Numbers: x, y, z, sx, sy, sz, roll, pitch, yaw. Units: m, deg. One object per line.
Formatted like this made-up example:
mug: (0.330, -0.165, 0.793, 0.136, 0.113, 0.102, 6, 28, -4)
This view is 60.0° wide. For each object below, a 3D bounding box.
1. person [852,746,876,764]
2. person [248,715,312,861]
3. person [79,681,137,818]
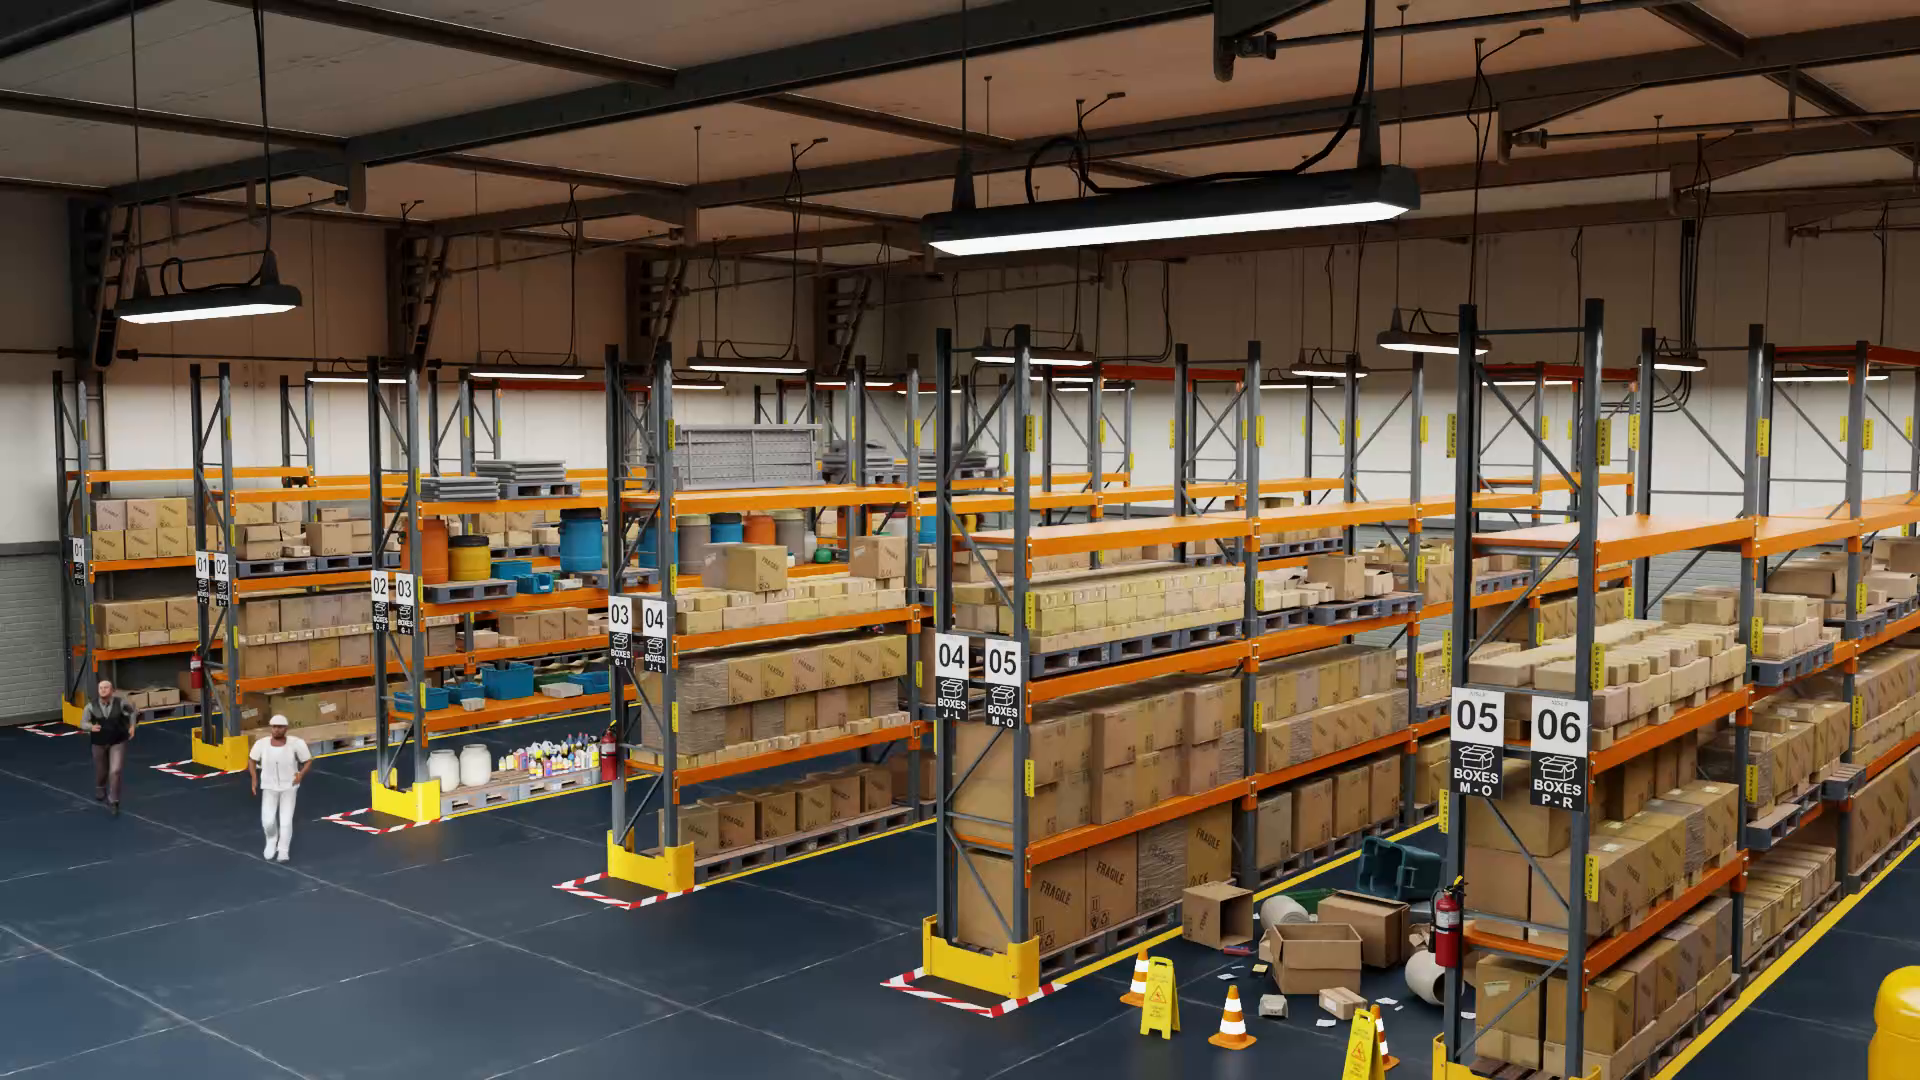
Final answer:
person: (-1.403, 2.631, 23.812, 0.592, 1.719, 0.698, 3, 5, 38)
person: (-7.919, 2.896, 19.373, 0.705, 1.727, 0.582, -1, 4, -19)
person: (-11.253, 2.719, 21.997, 0.666, 1.745, 0.968, -2, 4, -22)
